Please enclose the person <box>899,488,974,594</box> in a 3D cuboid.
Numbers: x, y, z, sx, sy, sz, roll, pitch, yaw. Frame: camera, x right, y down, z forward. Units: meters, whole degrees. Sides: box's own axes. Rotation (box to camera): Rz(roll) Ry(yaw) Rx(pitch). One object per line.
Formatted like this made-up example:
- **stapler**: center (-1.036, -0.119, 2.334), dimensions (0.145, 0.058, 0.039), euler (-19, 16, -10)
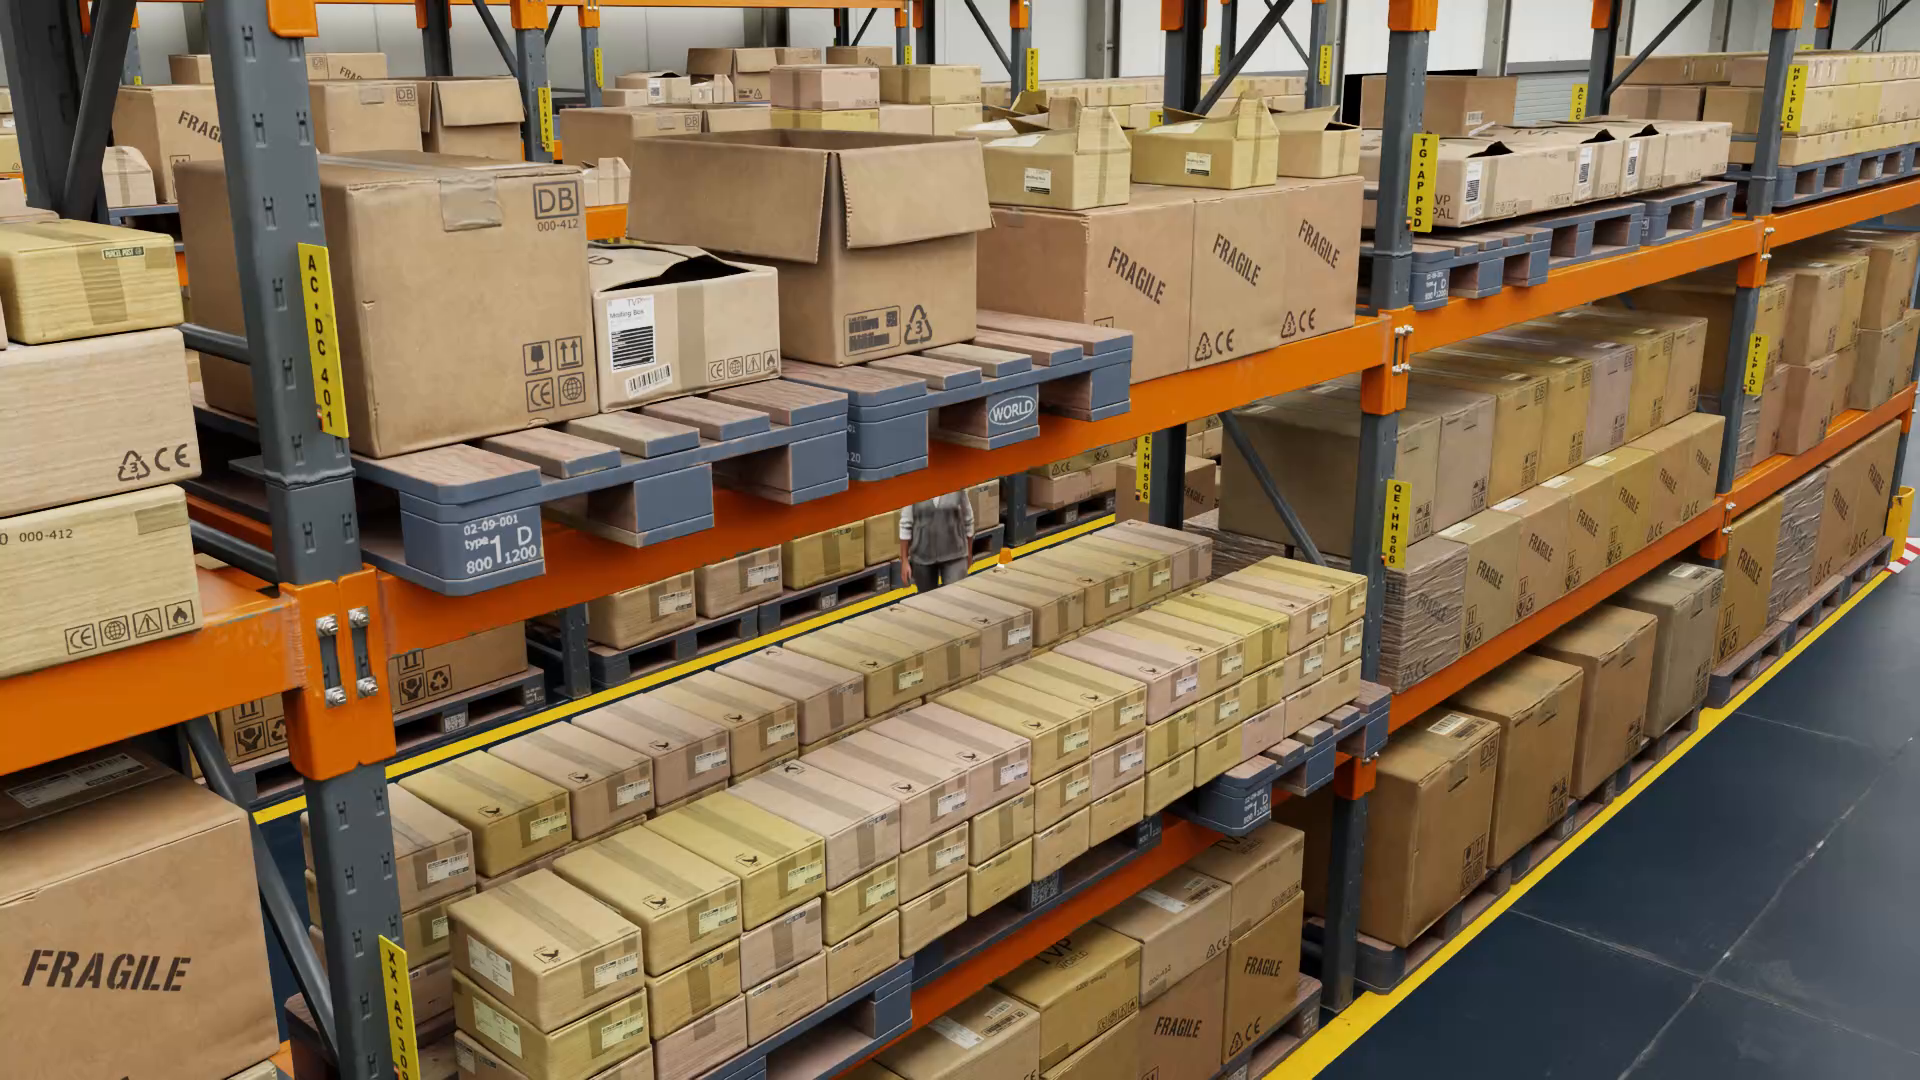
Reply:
- **person**: center (-0.134, 0.115, 9.691), dimensions (0.426, 1.565, 0.766), euler (1, 17, 4)
